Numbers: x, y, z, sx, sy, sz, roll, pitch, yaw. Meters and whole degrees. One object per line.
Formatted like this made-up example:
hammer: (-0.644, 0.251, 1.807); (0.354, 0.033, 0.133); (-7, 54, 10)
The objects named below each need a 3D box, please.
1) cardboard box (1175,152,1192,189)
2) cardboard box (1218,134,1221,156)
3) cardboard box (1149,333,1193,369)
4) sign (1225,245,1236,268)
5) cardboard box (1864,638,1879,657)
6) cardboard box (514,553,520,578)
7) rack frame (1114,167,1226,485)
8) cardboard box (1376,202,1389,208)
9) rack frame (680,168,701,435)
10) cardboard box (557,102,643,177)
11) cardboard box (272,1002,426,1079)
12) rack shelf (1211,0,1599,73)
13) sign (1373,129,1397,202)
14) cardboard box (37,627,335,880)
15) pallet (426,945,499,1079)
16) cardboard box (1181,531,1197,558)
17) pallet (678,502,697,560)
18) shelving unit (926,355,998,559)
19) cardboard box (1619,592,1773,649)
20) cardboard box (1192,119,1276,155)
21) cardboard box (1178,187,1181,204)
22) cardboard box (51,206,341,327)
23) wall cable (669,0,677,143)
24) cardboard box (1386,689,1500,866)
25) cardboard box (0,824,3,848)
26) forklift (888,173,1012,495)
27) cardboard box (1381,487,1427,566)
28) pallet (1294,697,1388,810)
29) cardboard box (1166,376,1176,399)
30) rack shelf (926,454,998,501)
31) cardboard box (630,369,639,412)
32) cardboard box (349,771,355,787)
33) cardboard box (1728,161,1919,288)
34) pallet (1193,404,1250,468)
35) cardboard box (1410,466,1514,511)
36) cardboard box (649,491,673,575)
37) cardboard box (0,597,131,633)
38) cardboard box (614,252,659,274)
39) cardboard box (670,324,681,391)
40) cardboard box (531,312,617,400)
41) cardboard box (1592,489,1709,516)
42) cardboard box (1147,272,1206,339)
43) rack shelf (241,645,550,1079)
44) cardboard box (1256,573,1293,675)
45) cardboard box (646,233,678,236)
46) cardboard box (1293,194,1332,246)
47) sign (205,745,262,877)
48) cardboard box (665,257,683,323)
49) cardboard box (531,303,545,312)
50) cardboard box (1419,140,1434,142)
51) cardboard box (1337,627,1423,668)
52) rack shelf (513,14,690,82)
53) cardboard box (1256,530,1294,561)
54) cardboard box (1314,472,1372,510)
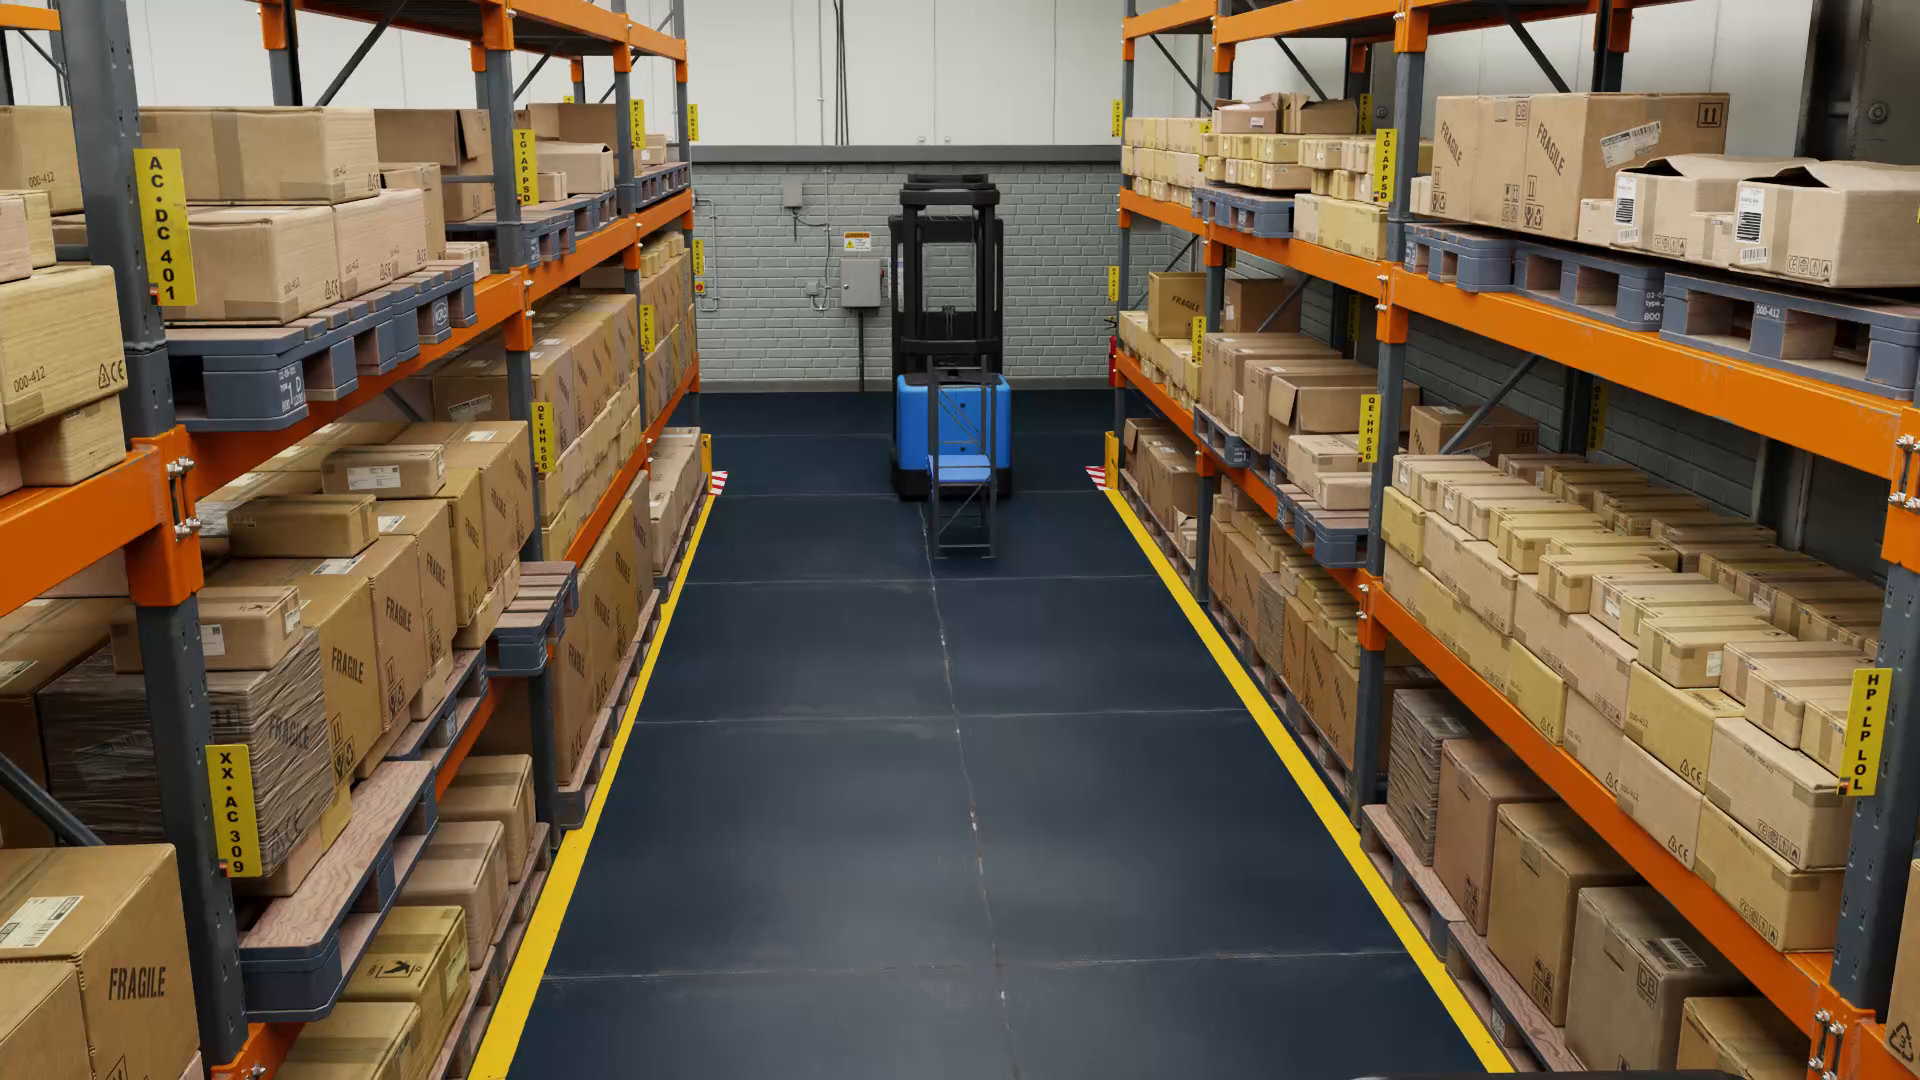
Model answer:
cardboard box: (1.917, -2.781, 12.498); (0.500, 0.250, 0.500); (-1, 14, -5)
cardboard box: (1.908, -2.592, 10.924); (0.380, 0.149, 0.250); (-1, 14, -3)
cardboard box: (1.870, -1.582, 13.860); (0.500, 0.250, 0.500); (-1, 14, -5)
sign: (2.547, -2.723, 15.634); (0.100, 0.325, 0.005); (-1, 14, -3)
cardboard box: (2.948, 0.395, 4.967); (0.380, 0.149, 0.250); (-1, 14, -4)
cardboard box: (-2.123, 0.123, 7.190); (0.380, 0.149, 0.250); (-1, 14, -3)
rack frame: (1.992, -2.006, 15.803); (1.000, 3.000, 0.127); (-1, 14, -3)
cardboard box: (2.225, -1.674, 7.994); (0.380, 0.149, 0.250); (-1, 14, -2)
rack frame: (-2.962, -1.928, 15.502); (1.000, 3.000, 0.127); (-1, 14, -3)
cardboard box: (-2.541, -2.836, 11.766); (0.500, 0.500, 0.500); (-1, 14, -2)
cardboard box: (-2.302, 1.816, 5.379); (0.950, 0.372, 0.625); (0, 14, 0)
rack shelf: (2.363, -2.877, 9.396); (1.077, 0.370, 4.000); (-1, 14, -3)
sign: (1.946, -1.712, 7.602); (0.100, 0.325, 0.005); (-1, 14, -3)
cardboard box: (-1.962, 0.539, 4.271); (0.500, 0.500, 0.500); (-1, 14, -2)
pallet: (-2.347, 1.909, 6.185); (1.003, 0.211, 1.213); (-1, 14, -3)
cardboard box: (1.912, 0.032, 12.761); (0.380, 0.149, 0.250); (-1, 14, -5)
pallet: (-2.762, -0.078, 13.905); (1.003, 0.211, 1.213); (-1, 14, -3)
shelving unit: (0.005, -0.705, 13.757); (0.538, 1.500, 1.048); (-1, 14, -3)
cardboard box: (2.393, 0.279, 5.419); (0.380, 0.149, 0.250); (-1, 14, -5)
cardboard box: (1.968, -2.899, 11.956); (0.500, 0.250, 0.500); (-1, 14, -3)
cardboard box: (1.904, -2.683, 12.919); (0.380, 0.149, 0.250); (0, 14, -2)
cardboard box: (-1.855, -0.679, 4.084); (0.500, 0.250, 0.500); (-1, 14, -5)
wall cable: (-3.596, -6.244, 20.236); (0.463, 3.000, 0.029); (-1, 14, -3)
cardboard box: (2.512, 1.086, 7.710); (0.875, 0.625, 0.625); (0, 14, -2)
cardboard box: (-2.408, 0.492, 3.290); (0.700, 0.500, 0.500); (-1, 14, -4)
forklift: (-0.144, -2.145, 16.480); (1.130, 2.935, 3.031); (-1, 14, -4)
cardboard box: (2.246, -0.071, 7.582); (0.500, 0.250, 0.500); (-1, 14, -3)
pallet: (2.479, 1.148, 9.142); (1.003, 0.211, 1.213); (-1, 14, -3)
cardboard box: (1.856, -1.222, 13.262); (0.380, 0.149, 0.250); (-1, 14, -4)
rack shelf: (0.005, -0.531, 13.802); (0.538, 0.185, 1.000); (-1, 14, -3)
cardboard box: (-2.445, -0.997, 11.180); (0.500, 0.250, 0.500); (-1, 14, -3)
cardboard box: (-2.038, 0.700, 4.946); (0.380, 0.149, 0.250); (0, 14, 0)
cardboard box: (2.447, -0.859, 4.462); (0.500, 0.311, 0.500); (-1, 14, -5)
pallet: (2.180, -0.718, 11.182); (1.003, 0.211, 1.213); (-1, 14, -3)
cardboard box: (2.231, -0.229, 7.393); (0.380, 0.149, 0.250); (-1, 14, -2)
cardboard box: (-2.646, -0.054, 12.516); (0.875, 0.438, 0.875); (-1, 14, -4)
cardboard box: (-2.509, 0.425, 4.713); (0.500, 0.500, 0.500); (-1, 14, -3)
cardboard box: (-2.507, -2.119, 12.732); (0.380, 0.149, 0.250); (-1, 14, -5)
cardboard box: (-2.566, -1.480, 13.558); (0.500, 0.500, 0.500); (0, 14, -2)
cardboard box: (-2.385, -1.104, 10.091); (0.500, 0.500, 0.500); (0, 14, -2)
cardboard box: (2.877, -0.113, 6.942); (0.380, 0.149, 0.250); (-1, 14, -5)
cardboard box: (1.844, -1.951, 13.787); (0.500, 0.500, 0.500); (-1, 14, -2)
rack shelf: (-2.343, 0.907, 5.925); (1.077, 0.370, 4.000); (-1, 14, -3)
cardboard box: (2.140, 0.505, 10.216); (0.500, 0.500, 0.500); (-1, 14, -5)
cardboard box: (-2.701, -2.626, 14.705); (0.380, 0.149, 0.250); (-1, 14, -2)
cardboard box: (2.150, -1.770, 9.166); (0.500, 0.250, 0.500); (-1, 14, -3)
sign: (-1.678, 0.626, 3.835); (0.100, 0.325, 0.005); (-1, 14, -3)
cardboard box: (-2.606, -2.092, 13.931); (0.500, 0.500, 0.500); (-1, 14, -4)
cardboard box: (-2.915, -1.226, 10.566); (0.500, 0.500, 0.500); (-1, 14, -4)
cardboard box: (2.668, -2.083, 8.986); (0.380, 0.149, 0.250); (-1, 14, -4)
cardboard box: (2.204, 0.558, 8.711); (0.380, 0.149, 0.250); (-2, 15, -6)
rack shelf: (-2.838, -3.794, 12.961); (1.077, 0.370, 4.000); (-1, 14, -3)
cardboard box: (2.126, 0.037, 10.734); (0.380, 0.149, 0.250); (-1, 14, -4)
cardboard box: (2.064, -0.256, 8.661); (0.380, 0.149, 0.250); (-1, 14, -2)
